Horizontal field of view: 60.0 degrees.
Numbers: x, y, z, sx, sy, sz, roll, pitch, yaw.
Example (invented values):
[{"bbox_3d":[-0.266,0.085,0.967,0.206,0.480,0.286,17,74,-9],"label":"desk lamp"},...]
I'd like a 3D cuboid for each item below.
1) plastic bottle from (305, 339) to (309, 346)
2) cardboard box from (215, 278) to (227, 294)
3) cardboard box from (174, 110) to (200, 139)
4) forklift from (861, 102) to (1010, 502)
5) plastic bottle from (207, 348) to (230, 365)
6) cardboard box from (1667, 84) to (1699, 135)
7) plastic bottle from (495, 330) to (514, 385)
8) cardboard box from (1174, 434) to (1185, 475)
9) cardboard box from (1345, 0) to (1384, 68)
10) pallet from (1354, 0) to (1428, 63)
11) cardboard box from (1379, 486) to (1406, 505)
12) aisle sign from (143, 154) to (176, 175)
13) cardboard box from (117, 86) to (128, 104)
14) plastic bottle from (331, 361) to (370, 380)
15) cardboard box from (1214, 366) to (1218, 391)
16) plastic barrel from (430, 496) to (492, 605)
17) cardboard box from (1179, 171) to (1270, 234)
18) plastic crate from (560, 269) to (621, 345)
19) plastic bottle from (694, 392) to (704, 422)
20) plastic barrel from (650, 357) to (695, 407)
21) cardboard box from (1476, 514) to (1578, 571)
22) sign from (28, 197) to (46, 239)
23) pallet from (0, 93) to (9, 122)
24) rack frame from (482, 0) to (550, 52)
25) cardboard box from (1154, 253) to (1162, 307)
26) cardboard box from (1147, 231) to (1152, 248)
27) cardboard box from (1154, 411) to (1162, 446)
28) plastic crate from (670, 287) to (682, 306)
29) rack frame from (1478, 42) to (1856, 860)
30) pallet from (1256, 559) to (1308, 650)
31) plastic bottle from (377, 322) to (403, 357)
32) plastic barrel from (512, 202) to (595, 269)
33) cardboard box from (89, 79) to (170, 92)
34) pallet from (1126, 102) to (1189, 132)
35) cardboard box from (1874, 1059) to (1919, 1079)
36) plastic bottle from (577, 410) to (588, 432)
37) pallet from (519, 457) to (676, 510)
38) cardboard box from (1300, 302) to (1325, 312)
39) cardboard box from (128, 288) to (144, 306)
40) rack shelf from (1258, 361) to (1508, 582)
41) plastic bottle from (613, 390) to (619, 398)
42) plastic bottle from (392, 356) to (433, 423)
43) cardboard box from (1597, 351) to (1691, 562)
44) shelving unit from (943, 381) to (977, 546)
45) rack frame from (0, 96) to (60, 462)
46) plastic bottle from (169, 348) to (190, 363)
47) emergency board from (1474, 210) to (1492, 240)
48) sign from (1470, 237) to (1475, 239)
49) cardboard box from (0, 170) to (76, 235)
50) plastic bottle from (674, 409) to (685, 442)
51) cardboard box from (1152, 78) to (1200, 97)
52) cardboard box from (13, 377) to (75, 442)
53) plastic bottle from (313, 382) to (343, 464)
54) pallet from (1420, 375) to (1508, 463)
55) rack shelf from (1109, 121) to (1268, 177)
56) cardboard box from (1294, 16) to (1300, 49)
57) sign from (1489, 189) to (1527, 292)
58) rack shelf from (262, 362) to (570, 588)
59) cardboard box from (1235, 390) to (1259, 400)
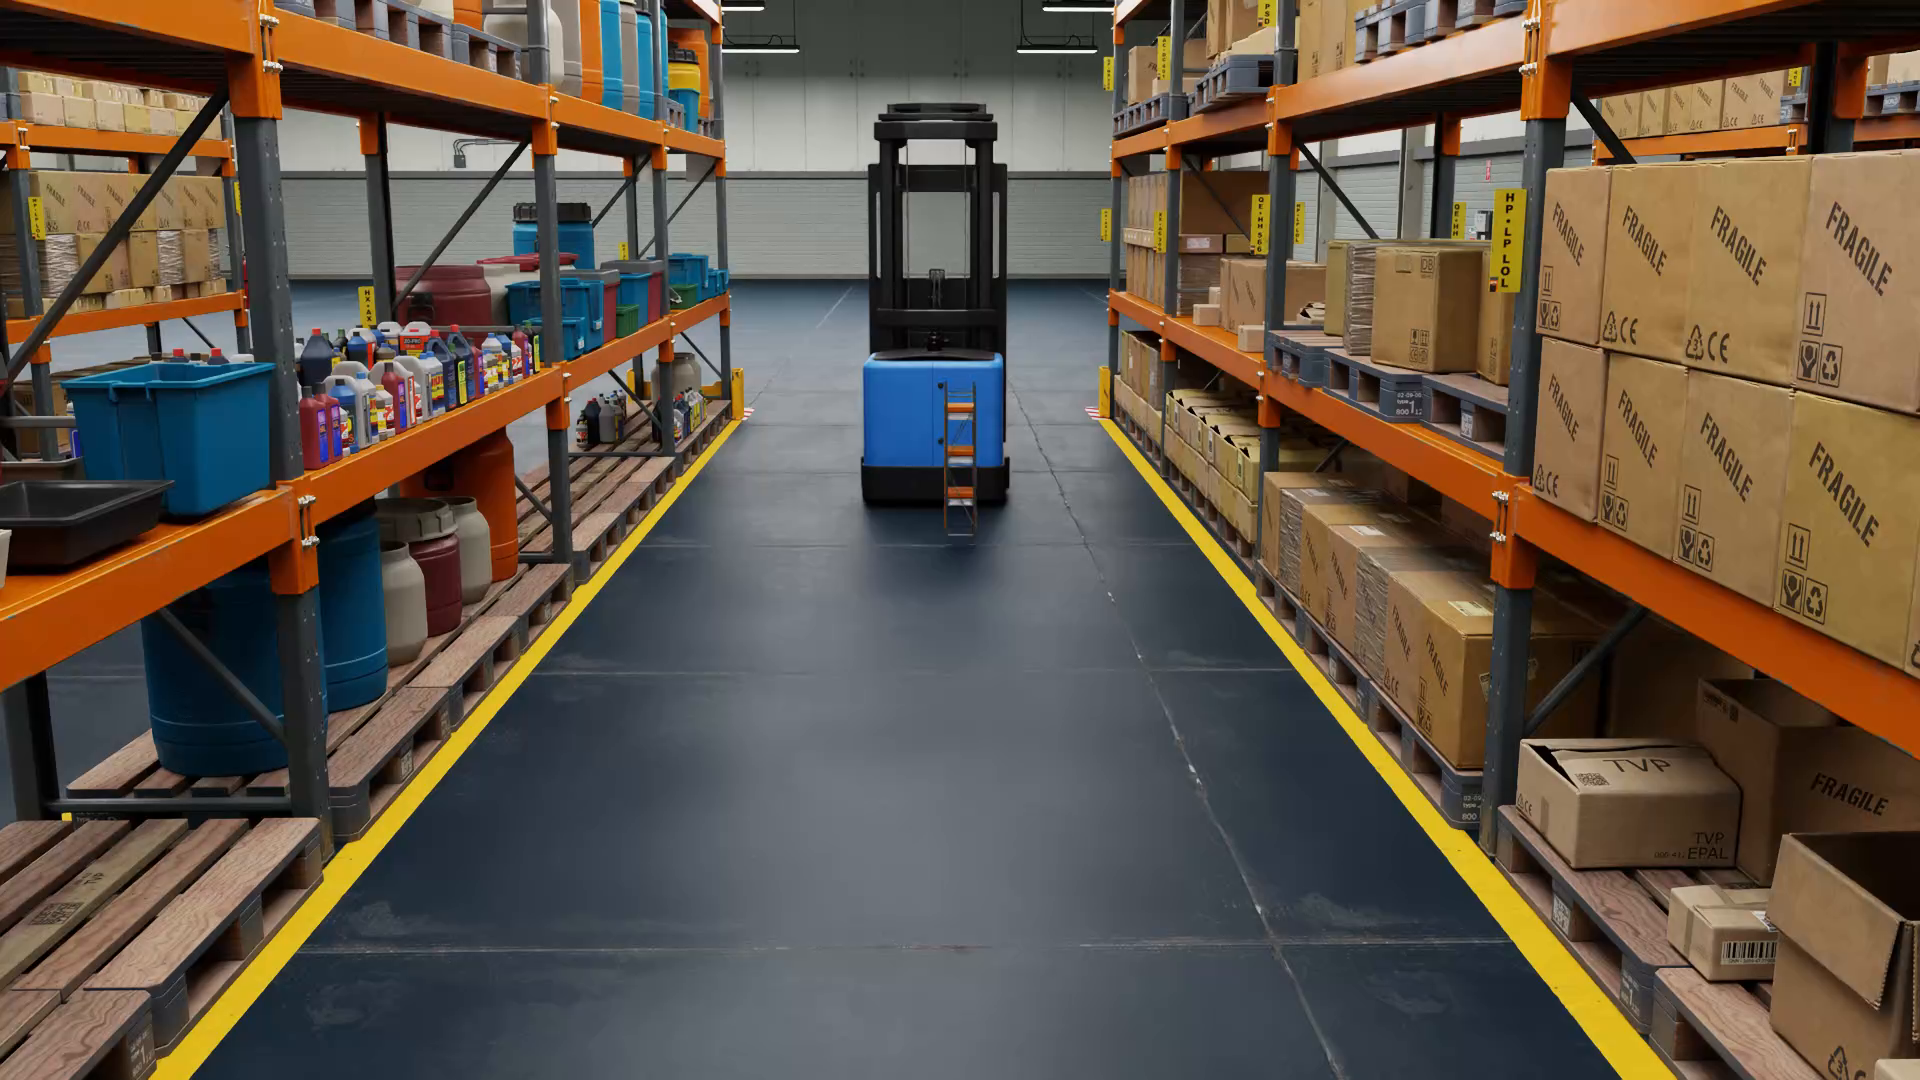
[{"bbox_3d":[-3.050,-0.810,7.831,0.097,0.271,0.097,0,11,0],"label":"plastic bottle"},{"bbox_3d":[-7.635,-2.558,16.757,0.380,0.149,0.250,0,11,-1],"label":"cardboard box"},{"bbox_3d":[-7.570,-3.940,15.767,0.500,0.250,0.500,0,11,-1],"label":"cardboard box"},{"bbox_3d":[-0.168,-1.964,13.370,1.130,2.935,3.031,0,11,1],"label":"forklift"},{"bbox_3d":[-2.853,-0.567,6.432,0.144,0.351,0.185,0,11,-1],"label":"plastic bottle"},{"bbox_3d":[6.789,-3.943,15.105,0.500,0.500,0.500,0,11,2],"label":"cardboard box"},{"bbox_3d":[-2.302,-0.918,8.363,0.097,0.271,0.097,0,11,0],"label":"plastic bottle"},{"bbox_3d":[1.910,-0.657,12.615,0.500,0.250,0.500,0,11,0],"label":"cardboard box"},{"bbox_3d":[2.287,-2.415,7.621,0.910,0.500,0.500,0,11,-1],"label":"cardboard box"},{"bbox_3d":[2.338,-2.106,6.823,1.213,0.211,1.003,0,11,-1],"label":"pallet"},{"bbox_3d":[2.477,0.008,8.658,0.500,0.500,0.500,0,11,1],"label":"cardboard box"},{"bbox_3d":[-8.148,-4.022,16.803,0.394,0.787,0.004,0,11,-1],"label":"aisle sign"},{"bbox_3d":[-7.567,-3.910,14.618,0.380,0.149,0.250,0,11,0],"label":"cardboard box"},{"bbox_3d":[-2.447,-0.588,6.727,0.152,0.276,0.135,0,11,-1],"label":"plastic bottle"},{"bbox_3d":[2.425,-1.401,14.392,0.500,0.500,0.500,0,11,-1],"label":"cardboard box"},{"bbox_3d":[-2.601,0.055,8.444,0.421,0.512,0.421,0,11,0],"label":"plastic barrel"},{"bbox_3d":[2.125,-2.755,13.580,0.700,0.500,0.500,0,11,-1],"label":"cardboard box"},{"bbox_3d":[-2.457,-1.521,10.852,0.402,0.464,0.583,0,11,-1],"label":"plastic crate"},{"bbox_3d":[-2.441,-1.225,15.296,0.152,0.276,0.135,0,11,-1],"label":"plastic bottle"},{"bbox_3d":[-2.795,-1.514,16.178,0.421,0.512,0.421,0,11,0],"label":"plastic barrel"},{"bbox_3d":[2.518,-0.046,7.035,0.500,0.250,0.500,0,11,-1],"label":"cardboard box"},{"bbox_3d":[-7.209,-2.512,12.987,0.100,0.325,0.005,0,11,-1],"label":"sign"},{"bbox_3d":[-7.858,-3.197,12.201,1.213,0.211,1.003,0,11,-1],"label":"pallet"},{"bbox_3d":[-2.730,-4.107,8.672,1.000,3.000,0.127,0,11,-1],"label":"rack frame"},{"bbox_3d":[2.101,-2.324,14.717,0.700,0.500,0.500,0,11,0],"label":"cardboard box"},{"bbox_3d":[1.887,-2.707,14.976,0.380,0.149,0.250,0,11,1],"label":"cardboard box"},{"bbox_3d":[1.912,-0.932,13.966,0.500,0.250,0.500,0,11,-1],"label":"cardboard box"},{"bbox_3d":[-2.696,-2.037,13.709,0.767,0.338,0.504,0,11,-1],"label":"plastic crate"},{"bbox_3d":[2.305,-0.392,5.446,1.000,3.000,0.127,0,11,-1],"label":"rack frame"},{"bbox_3d":[2.200,0.328,8.910,1.003,0.211,1.213,0,11,-1],"label":"pallet"},{"bbox_3d":[-3.044,-1.019,8.850,0.152,0.276,0.135,0,11,-1],"label":"plastic bottle"},{"bbox_3d":[-3.107,-2.130,12.753,0.600,0.901,0.708,0,11,-1],"label":"plastic barrel"},{"bbox_3d":[-7.562,-4.340,15.106,0.500,0.500,0.500,0,11,-1],"label":"cardboard box"},{"bbox_3d":[2.074,-3.820,15.023,1.003,0.211,1.213,0,11,-1],"label":"pallet"},{"bbox_3d":[2.141,1.239,3.215,0.500,0.250,0.500,0,11,-1],"label":"cardboard box"},{"bbox_3d":[-3.152,-0.941,13.879,0.061,0.283,0.133,0,11,2],"label":"plastic bottle"},{"bbox_3d":[-2.757,-0.440,12.696,1.003,0.211,1.213,0,11,-1],"label":"pallet"},{"bbox_3d":[2.398,-1.322,10.254,0.500,0.311,0.500,0,11,-2],"label":"cardboard box"},{"bbox_3d":[-7.512,-2.161,14.799,0.380,0.149,0.250,0,11,-1],"label":"cardboard box"},{"bbox_3d":[2.264,-0.437,7.477,1.077,0.370,4.000,0,11,-1],"label":"rack shelf"},{"bbox_3d":[-3.183,-1.235,15.328,0.061,0.283,0.133,0,11,0],"label":"plastic bottle"},{"bbox_3d":[-2.300,-0.635,6.957,0.152,0.276,0.135,0,11,-1],"label":"plastic bottle"},{"bbox_3d":[2.057,-0.237,4.429,0.500,0.500,0.500,0,11,0],"label":"cardboard box"},{"bbox_3d":[0.001,-0.504,10.902,0.215,1.050,0.252,0,11,-1],"label":"shelving unit"},{"bbox_3d":[-7.764,-1.942,13.087,1.000,3.000,0.127,0,11,-1],"label":"rack frame"},{"bbox_3d":[-2.997,-0.566,6.429,0.144,0.351,0.185,0,11,-1],"label":"plastic bottle"},{"bbox_3d":[7.752,-4.347,24.940,0.194,1.169,0.643,0,11,-1],"label":"emergency board"},{"bbox_3d":[7.844,-4.475,25.481,0.001,0.329,0.234,0,11,-1],"label":"sign"},{"bbox_3d":[-7.519,-2.717,13.395,0.500,0.500,0.500,0,11,-1],"label":"cardboard box"},{"bbox_3d":[-2.415,-0.972,14.052,0.152,0.276,0.135,0,11,1],"label":"plastic bottle"},{"bbox_3d":[1.842,-3.842,14.132,0.380,0.149,0.250,0,11,-1],"label":"cardboard box"},{"bbox_3d":[-7.752,-1.116,14.248,0.500,0.500,0.500,4,12,17],"label":"cardboard box"},{"bbox_3d":[-2.231,-0.416,5.859,0.061,0.283,0.133,0,11,-1],"label":"plastic bottle"},{"bbox_3d":[2.398,-0.457,6.250,1.003,0.211,1.213,0,11,-1],"label":"pallet"},{"bbox_3d":[2.099,-3.497,15.017,1.077,0.370,4.000,0,11,-1],"label":"rack shelf"},{"bbox_3d":[2.157,-2.879,9.483,0.500,0.250,0.500,-1,12,-5],"label":"cardboard box"},{"bbox_3d":[1.751,-0.956,5.316,0.100,0.325,0.005,0,11,-1],"label":"sign"},{"bbox_3d":[-2.688,-0.417,7.380,1.077,0.370,4.000,0,11,-1],"label":"rack shelf"},{"bbox_3d":[2.435,-1.036,13.069,0.500,0.311,0.500,0,11,-1],"label":"cardboard box"}]
